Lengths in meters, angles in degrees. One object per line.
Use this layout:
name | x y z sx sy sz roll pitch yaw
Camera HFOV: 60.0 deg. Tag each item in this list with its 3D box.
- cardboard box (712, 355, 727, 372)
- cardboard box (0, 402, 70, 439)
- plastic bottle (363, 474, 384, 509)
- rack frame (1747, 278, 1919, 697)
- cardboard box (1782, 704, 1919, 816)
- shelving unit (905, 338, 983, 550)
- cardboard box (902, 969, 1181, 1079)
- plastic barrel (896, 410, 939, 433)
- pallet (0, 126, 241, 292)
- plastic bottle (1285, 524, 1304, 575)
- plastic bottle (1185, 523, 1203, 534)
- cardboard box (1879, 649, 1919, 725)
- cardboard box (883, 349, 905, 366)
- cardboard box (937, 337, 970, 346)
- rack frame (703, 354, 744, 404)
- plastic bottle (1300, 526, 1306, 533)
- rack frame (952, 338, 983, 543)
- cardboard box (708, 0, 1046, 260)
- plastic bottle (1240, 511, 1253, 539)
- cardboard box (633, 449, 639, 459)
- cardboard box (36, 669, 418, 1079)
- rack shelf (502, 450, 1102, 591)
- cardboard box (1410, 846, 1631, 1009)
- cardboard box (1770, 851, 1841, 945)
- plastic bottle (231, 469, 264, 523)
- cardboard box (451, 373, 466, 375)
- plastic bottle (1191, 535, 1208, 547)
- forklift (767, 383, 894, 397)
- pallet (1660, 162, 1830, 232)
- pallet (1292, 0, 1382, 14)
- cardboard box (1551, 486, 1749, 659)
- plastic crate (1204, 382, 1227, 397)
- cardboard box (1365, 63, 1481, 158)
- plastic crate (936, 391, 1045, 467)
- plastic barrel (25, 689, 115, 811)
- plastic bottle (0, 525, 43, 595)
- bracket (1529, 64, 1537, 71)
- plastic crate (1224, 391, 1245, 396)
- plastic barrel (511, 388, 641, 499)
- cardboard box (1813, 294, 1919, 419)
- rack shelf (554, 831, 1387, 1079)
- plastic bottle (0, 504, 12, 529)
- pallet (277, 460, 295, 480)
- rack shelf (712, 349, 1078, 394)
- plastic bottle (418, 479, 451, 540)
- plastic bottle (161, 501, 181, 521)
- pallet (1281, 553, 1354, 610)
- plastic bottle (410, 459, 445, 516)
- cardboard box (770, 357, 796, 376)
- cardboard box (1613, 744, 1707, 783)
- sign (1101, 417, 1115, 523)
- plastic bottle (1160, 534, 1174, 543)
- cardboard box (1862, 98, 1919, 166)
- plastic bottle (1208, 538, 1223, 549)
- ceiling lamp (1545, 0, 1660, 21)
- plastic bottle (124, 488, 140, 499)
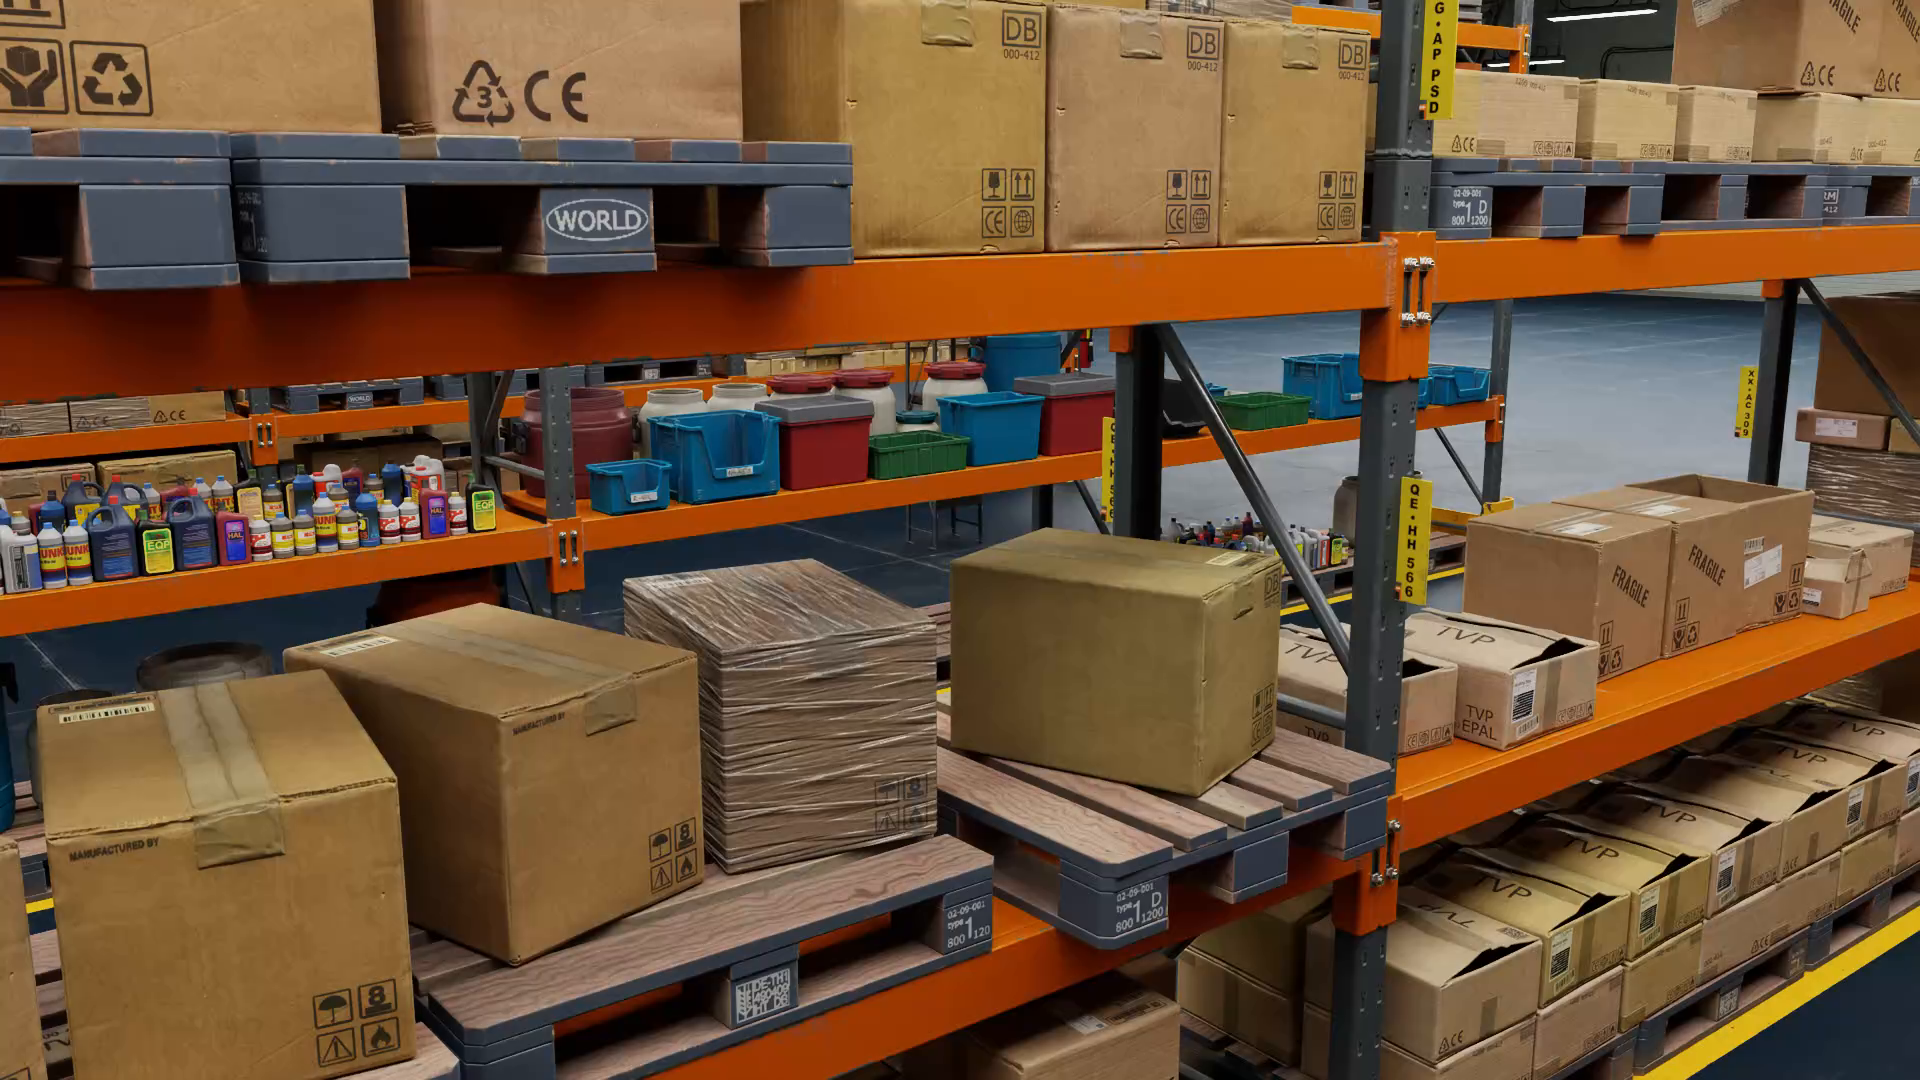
cardboard box | -2.256 -1.635 15.210 0.250 0.149 0.380 -9 15 -38
cardboard box | -6.390 -0.976 11.263 0.500 0.500 0.500 -10 16 -39
plastic bottle | -2.993 -0.235 8.494 0.097 0.201 0.097 0 12 0
rack frame | 3.946 -0.075 7.259 0.127 3.000 1.000 -9 15 -38
cardboard box | 3.809 0.890 6.976 0.500 0.311 0.500 -9 15 -38
shelving unit | -0.129 -1.006 13.810 0.503 2.100 0.431 -9 15 -38
cardboard box | 0.197 1.252 4.162 0.500 0.250 0.500 -9 15 -36
plastic barrel | -0.275 -0.664 10.368 0.301 0.262 0.301 0 12 0
pallet | -1.748 -0.485 2.423 1.003 0.211 1.213 -9 15 -38
plastic bottle | 2.368 0.061 11.939 0.185 0.351 0.144 -9 15 -35
plastic bottle | 1.709 0.021 12.307 0.135 0.276 0.152 -9 15 -37
cardboard box | 4.504 0.689 7.467 0.500 0.500 0.500 -9 15 -38
cardboard box | -0.721 -1.735 15.683 0.250 0.149 0.380 -9 15 -38
cardboard box | -0.296 -2.186 16.246 0.500 0.500 0.875 -9 15 -38
rack frame | -2.240 -1.682 14.828 0.127 3.000 1.000 -9 15 -38
plastic bottle | 2.537 0.036 12.216 0.133 0.283 0.061 -9 15 -38
rack frame | 0.061 -1.037 13.959 0.015 2.100 0.400 -9 15 -38
cardboard box | -0.302 -0.876 3.571 0.500 0.500 0.910 -9 15 -38
plastic bottle | 2.179 -0.073 12.731 0.133 0.283 0.061 -9 15 -37
cardboard box | -3.117 -0.539 14.406 0.500 0.500 0.700 -10 15 -38
cardboard box | -1.294 0.584 2.904 0.500 0.500 0.700 -7 14 -29
rack shelf | -0.707 -0.267 9.897 4.000 0.370 1.077 -9 15 -38
cardboard box | 1.820 1.220 5.422 0.500 0.311 0.500 -10 16 -39
cardboard box | 3.008 1.297 6.406 0.500 0.250 0.500 -9 15 -36
plastic bottle | -3.484 -0.199 8.124 0.133 0.283 0.061 -9 15 -38
cardboard box | -3.911 -1.475 13.204 0.500 0.250 0.500 -10 16 -39
plastic bottle | 1.654 0.141 11.561 0.185 0.351 0.144 -9 15 -38
forklift | -2.217 -2.306 17.930 3.031 2.935 1.130 -8 15 -34
pallet | 2.168 -1.179 5.691 1.213 0.211 1.003 -9 15 -35
pallet | 2.434 -3.796 11.757 1.213 0.211 1.003 -9 15 -38
cardboard box | 2.533 0.107 6.164 0.500 0.500 0.500 -9 15 -38
plastic crate | 1.549 -0.994 11.944 0.616 0.251 0.499 -9 15 -38
cardboard box | 1.141 -1.223 4.795 0.500 0.250 0.500 -11 16 -42
plastic crate | 0.187 -0.677 10.135 0.575 0.384 0.392 -9 15 -38
plastic barrel | -3.907 0.953 7.400 0.421 0.512 0.421 0 12 0
plastic bottle | -3.889 0.072 6.868 0.135 0.276 0.152 -9 15 -38
bracket | 16.304 -13.561 47.660 0.430 0.232 0.235 -9 15 -38
plastic crate | 1.964 -1.001 12.258 0.437 0.136 0.530 -9 15 -38
plastic barrel | -2.096 -0.535 9.101 0.708 0.536 0.600 -9 15 -38
cardboard box | 4.288 -0.817 7.390 0.500 0.500 0.700 -9 15 -37
rack shelf | -0.739 1.056 3.667 4.000 0.370 1.077 -9 15 -38
plastic bottle | -4.229 -0.024 7.329 0.097 0.271 0.097 0 12 0
pallet | -6.768 -0.864 17.689 1.213 0.211 1.003 -9 15 -38
rack shelf | -0.678 -1.590 16.125 4.000 0.370 1.077 -9 15 -38
plastic bottle | -2.499 -0.151 7.899 0.133 0.283 0.061 -9 15 -38
plastic bottle | -3.445 -0.032 7.338 0.133 0.283 0.061 -9 15 -38
pallet | 2.358 0.246 12.463 1.213 0.211 1.003 -9 15 -38
plastic bottle | -2.714 -0.270 8.480 0.135 0.276 0.152 -9 15 -38
cardboard box | -1.681 -1.568 14.899 0.250 0.149 0.380 -9 15 -38
cardboard box | 2.670 0.935 6.761 0.500 0.311 0.500 -10 16 -40
sign | 0.473 -0.212 5.116 0.005 0.325 0.100 -9 15 -38
plastic bottle | 1.439 0.104 11.915 0.135 0.276 0.152 -9 15 -38
cardboard box | 3.459 -1.596 6.550 0.500 0.250 0.500 -8 14 -32
plastic bottle | 1.744 0.165 11.451 0.185 0.351 0.144 -9 15 -36
ceiling lamp | 11.361 -10.699 28.796 0.800 3.185 2.000 -9 15 -38
plastic bottle | -3.892 -0.115 7.748 0.135 0.276 0.152 -9 15 -38
